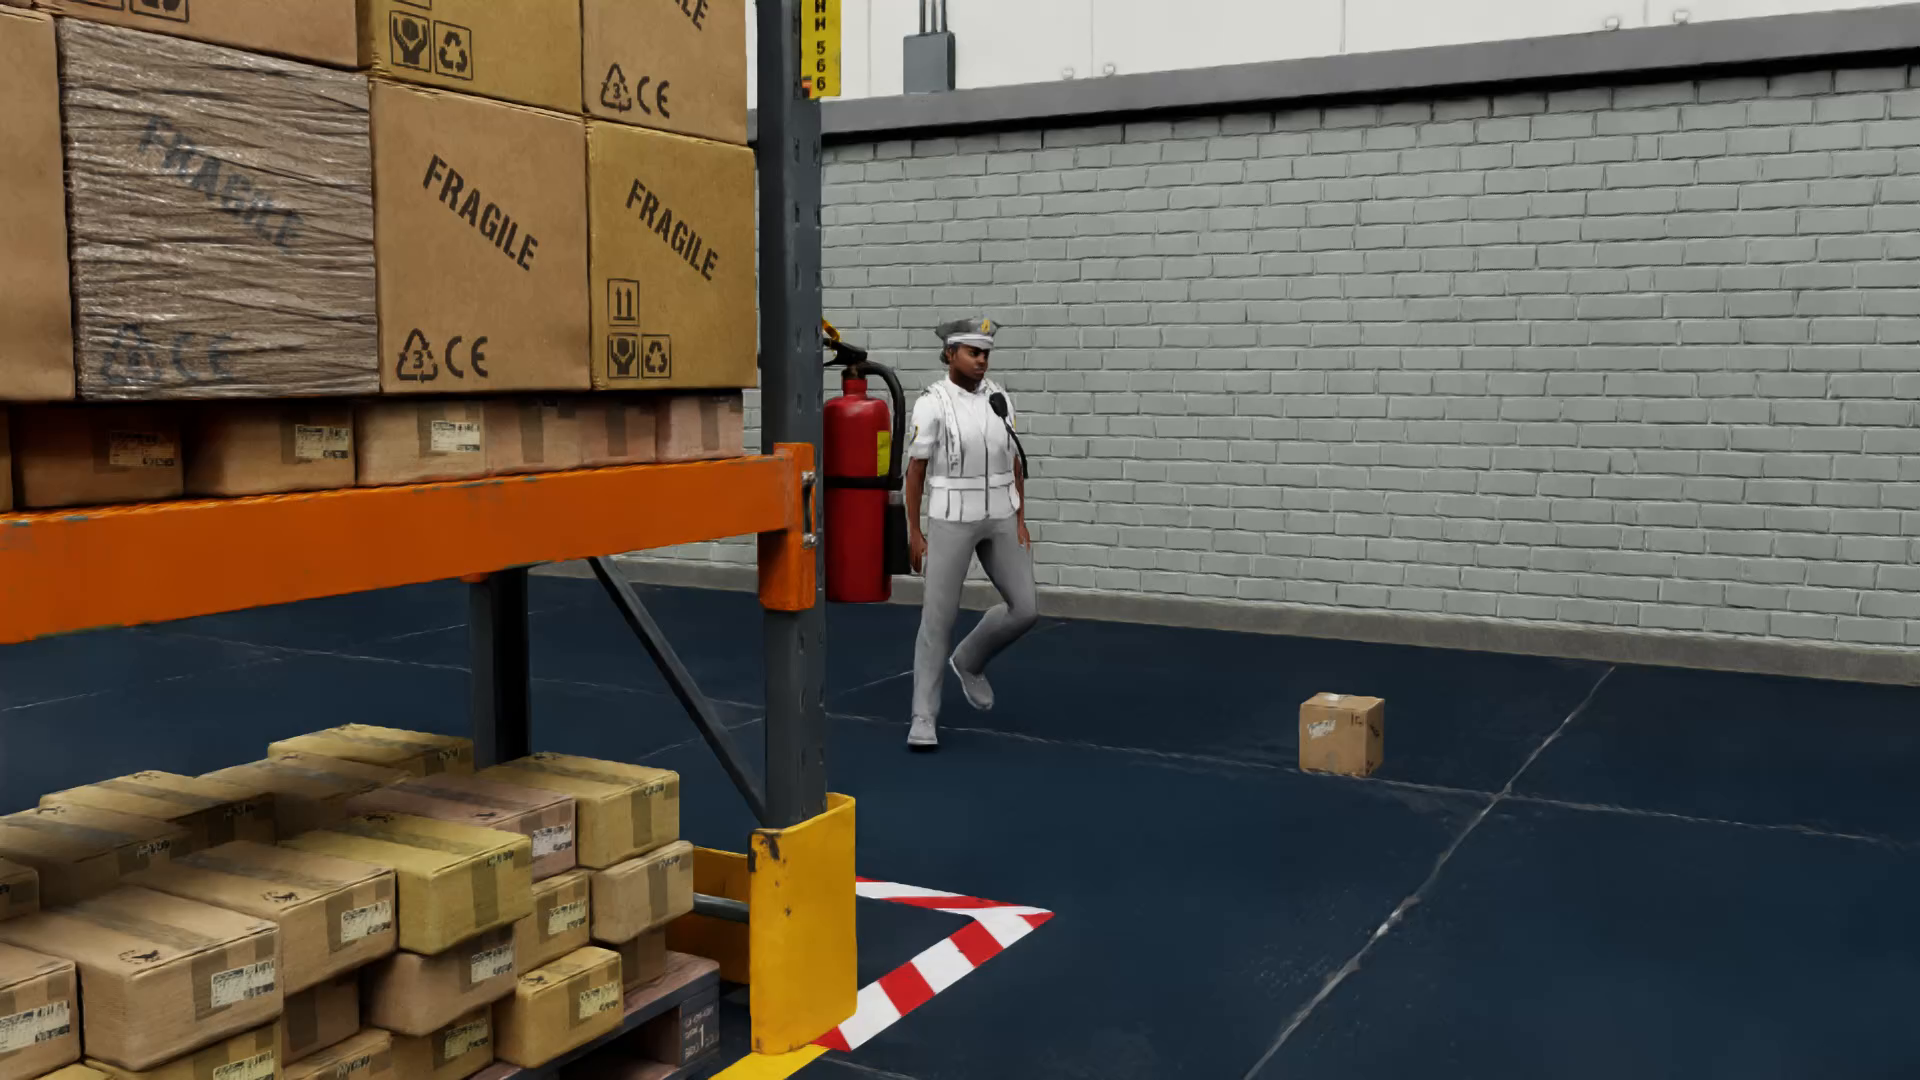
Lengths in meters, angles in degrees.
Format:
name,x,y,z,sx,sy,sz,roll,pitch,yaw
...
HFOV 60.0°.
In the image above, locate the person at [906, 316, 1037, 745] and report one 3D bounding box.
name,x,y,z,sx,sy,sz,roll,pitch,yaw
person,-0.018,-0.059,6.711,0.613,1.670,0.556,-3,7,-27
